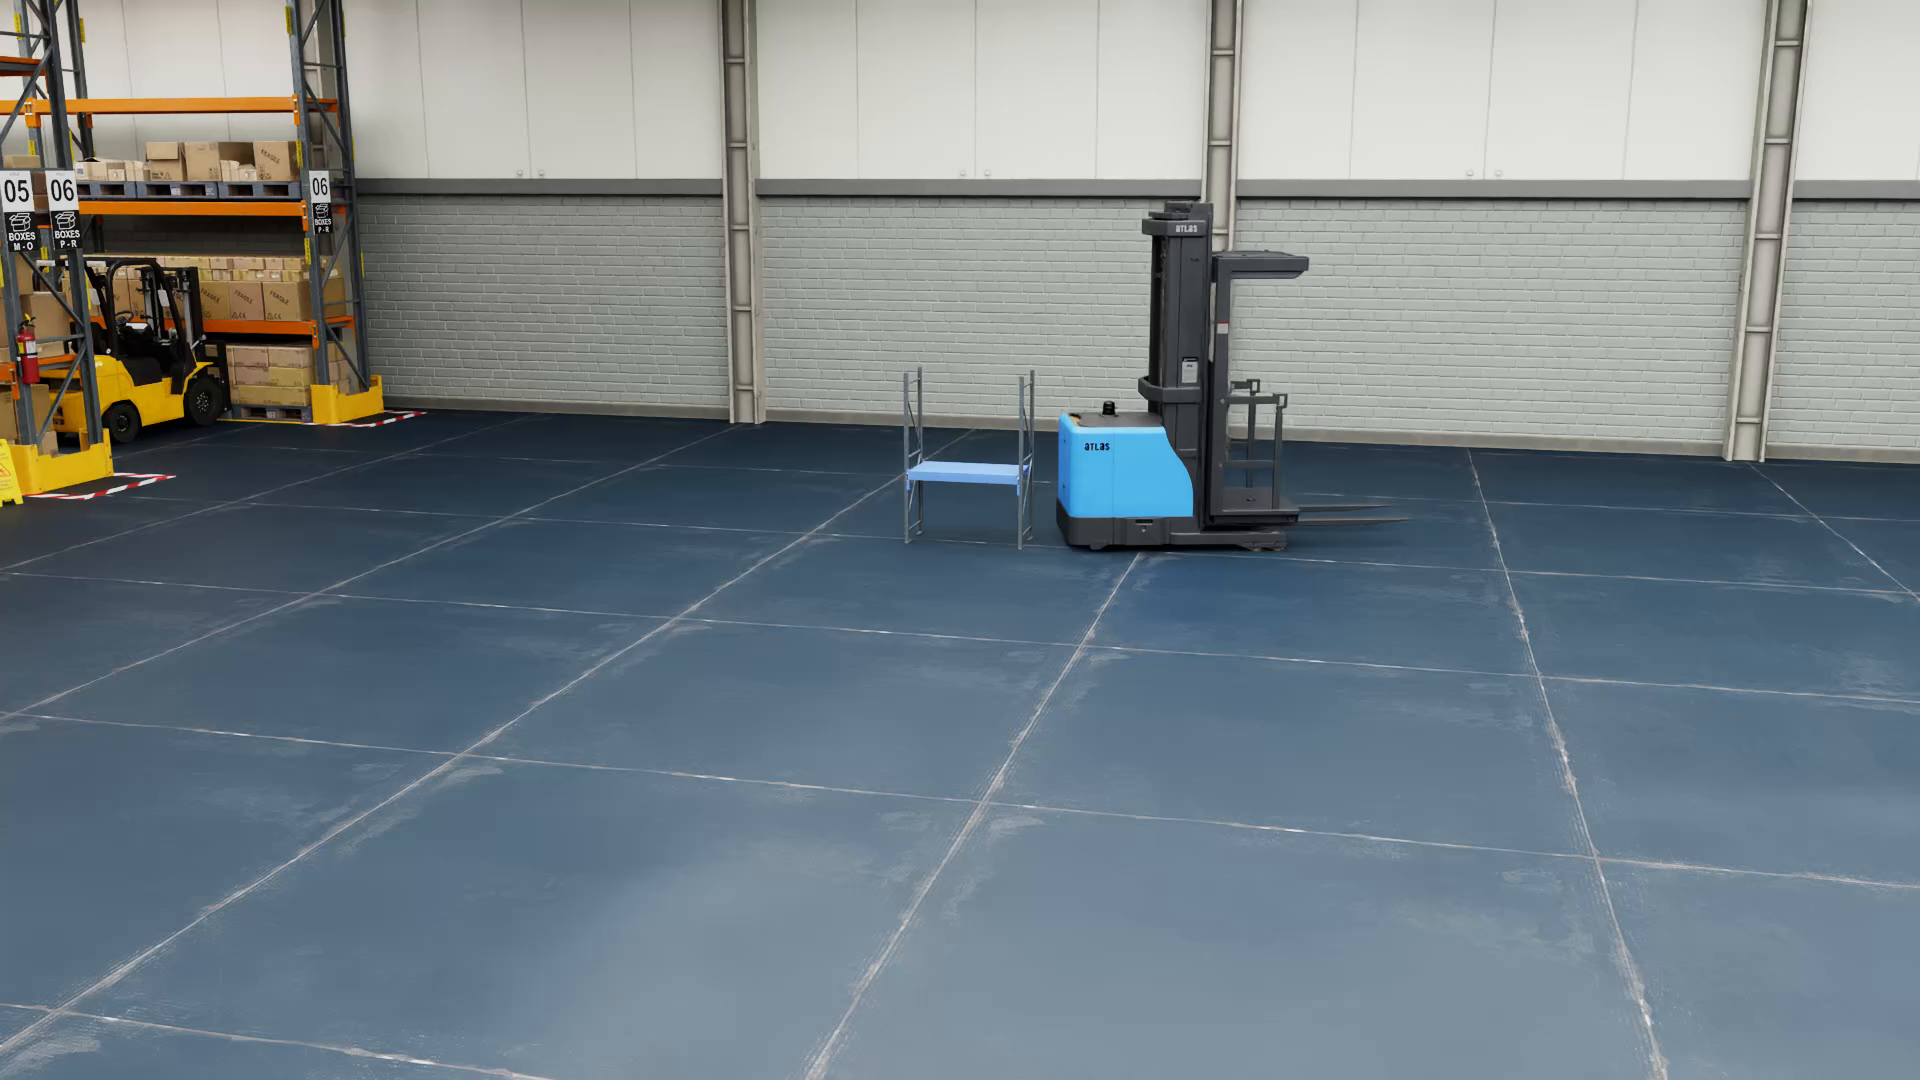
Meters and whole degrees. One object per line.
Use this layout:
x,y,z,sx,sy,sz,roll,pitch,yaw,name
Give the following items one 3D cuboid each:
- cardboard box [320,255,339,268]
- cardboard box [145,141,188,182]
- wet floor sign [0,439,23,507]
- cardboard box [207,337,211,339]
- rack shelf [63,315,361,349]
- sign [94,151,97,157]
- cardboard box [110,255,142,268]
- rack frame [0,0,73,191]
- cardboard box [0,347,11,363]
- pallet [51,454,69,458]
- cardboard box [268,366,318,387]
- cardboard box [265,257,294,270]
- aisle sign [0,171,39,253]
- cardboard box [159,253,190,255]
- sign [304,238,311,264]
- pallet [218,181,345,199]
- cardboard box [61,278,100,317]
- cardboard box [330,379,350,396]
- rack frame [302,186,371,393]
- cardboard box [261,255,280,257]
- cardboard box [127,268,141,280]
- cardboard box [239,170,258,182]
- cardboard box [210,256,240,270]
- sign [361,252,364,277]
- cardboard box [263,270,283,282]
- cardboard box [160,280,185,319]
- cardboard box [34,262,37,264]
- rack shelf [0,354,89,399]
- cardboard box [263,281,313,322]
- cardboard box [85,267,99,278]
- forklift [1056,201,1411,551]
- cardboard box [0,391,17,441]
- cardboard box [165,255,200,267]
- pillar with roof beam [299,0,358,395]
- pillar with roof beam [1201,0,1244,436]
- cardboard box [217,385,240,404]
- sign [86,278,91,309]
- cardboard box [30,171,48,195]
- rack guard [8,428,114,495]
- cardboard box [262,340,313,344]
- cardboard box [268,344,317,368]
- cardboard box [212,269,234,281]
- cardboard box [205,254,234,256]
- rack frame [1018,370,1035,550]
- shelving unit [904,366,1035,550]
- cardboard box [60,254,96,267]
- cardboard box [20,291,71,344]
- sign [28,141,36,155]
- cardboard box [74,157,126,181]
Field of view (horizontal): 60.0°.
-8.402,-3.666,21.918,0.250,0.149,0.380,3,13,12,cardboard box
-10.145,-4.946,21.737,0.637,0.503,0.797,3,13,15,cardboard box
-9.385,-0.665,16.241,0.232,0.644,0.267,8,15,33,wet floor sign
-10.503,-2.614,22.662,0.500,0.250,0.500,3,13,14,cardboard box
-10.069,-2.846,22.296,4.000,0.370,1.077,3,13,14,rack shelf
-11.879,-5.173,22.822,0.005,0.325,0.100,3,13,14,sign
-11.022,-3.692,22.032,0.250,0.149,0.380,3,13,15,cardboard box
-9.313,-4.978,16.394,0.127,3.000,1.000,3,13,14,rack frame
-9.727,-1.901,16.956,0.250,0.149,0.380,4,13,15,cardboard box
-10.167,-0.741,17.588,1.213,0.211,1.003,3,13,14,pallet
-8.675,-2.159,21.765,0.500,0.250,0.500,3,13,13,cardboard box
-8.772,-3.584,21.549,0.250,0.149,0.380,3,13,14,cardboard box
-9.322,-3.254,16.473,0.004,0.787,0.394,3,13,14,aisle sign
-10.629,-3.808,22.558,0.250,0.149,0.380,3,13,13,cardboard box
-8.271,-3.661,21.088,0.005,0.325,0.100,3,13,14,sign
-8.807,-4.556,21.624,1.213,0.211,1.003,3,13,14,pallet
-11.642,-3.272,22.323,0.500,0.500,0.500,3,13,12,cardboard box
-8.557,-2.022,22.302,0.500,0.250,0.500,3,13,14,cardboard box
-8.127,-3.093,21.750,0.127,3.000,1.000,3,13,14,rack frame
-9.144,-3.714,22.131,0.250,0.149,0.380,3,13,14,cardboard box
-10.777,-3.531,21.996,0.250,0.149,0.380,3,13,13,cardboard box
-9.004,-4.668,21.302,0.250,0.149,0.380,3,13,12,cardboard box
-9.536,-3.611,21.669,0.250,0.149,0.380,3,13,15,cardboard box
-7.988,-3.671,22.172,0.005,0.325,0.100,3,13,14,sign
-8.786,-3.425,21.516,0.250,0.149,0.380,3,13,14,cardboard box
-10.158,-3.191,21.962,0.500,0.500,0.500,3,13,14,cardboard box
-12.791,-3.768,23.062,0.250,0.149,0.380,3,13,13,cardboard box
-11.255,-1.802,17.590,4.000,0.370,1.077,3,13,14,rack shelf
-8.668,-3.112,21.605,0.500,0.500,0.500,3,13,12,cardboard box
-11.512,-3.581,22.221,0.250,0.149,0.380,3,13,15,cardboard box
2.413,-1.447,14.490,3.031,2.935,1.130,-1,13,-3,forklift
-10.153,-1.265,17.156,0.500,0.500,0.500,3,13,14,cardboard box
-10.256,-3.673,21.949,0.250,0.149,0.380,3,13,14,cardboard box
-9.619,-5.342,18.037,0.400,9.000,9.100,3,13,14,pillar with roof beam
2.032,-4.719,15.230,0.400,9.000,9.100,3,13,14,pillar with roof beam
-9.623,-1.969,22.063,0.500,0.250,0.500,3,13,14,cardboard box
-9.183,-2.586,17.465,0.005,0.325,0.100,3,13,14,sign
-9.737,-3.668,17.073,0.500,0.250,0.500,3,13,13,cardboard box
-9.387,-0.833,17.333,0.348,0.500,1.175,3,13,14,rack guard
-9.034,-2.534,22.299,0.500,0.250,0.500,3,13,14,cardboard box
-8.649,-2.402,21.706,0.500,0.250,0.500,4,13,15,cardboard box
-9.532,-3.470,21.721,0.250,0.149,0.380,3,13,12,cardboard box
-9.897,-3.752,22.306,0.250,0.149,0.380,3,13,14,cardboard box
0.576,-0.701,14.432,0.032,1.500,0.500,3,13,14,rack frame
0.083,-0.728,14.551,1.048,1.500,0.538,3,13,14,shelving unit
-11.772,-3.732,22.216,0.250,0.149,0.380,3,13,15,cardboard box
-9.706,-2.326,17.375,0.500,0.500,0.500,3,13,13,cardboard box
-12.131,-5.056,21.754,0.005,0.325,0.100,3,13,14,sign
-11.261,-4.881,21.888,0.500,0.311,0.500,3,13,15,cardboard box
